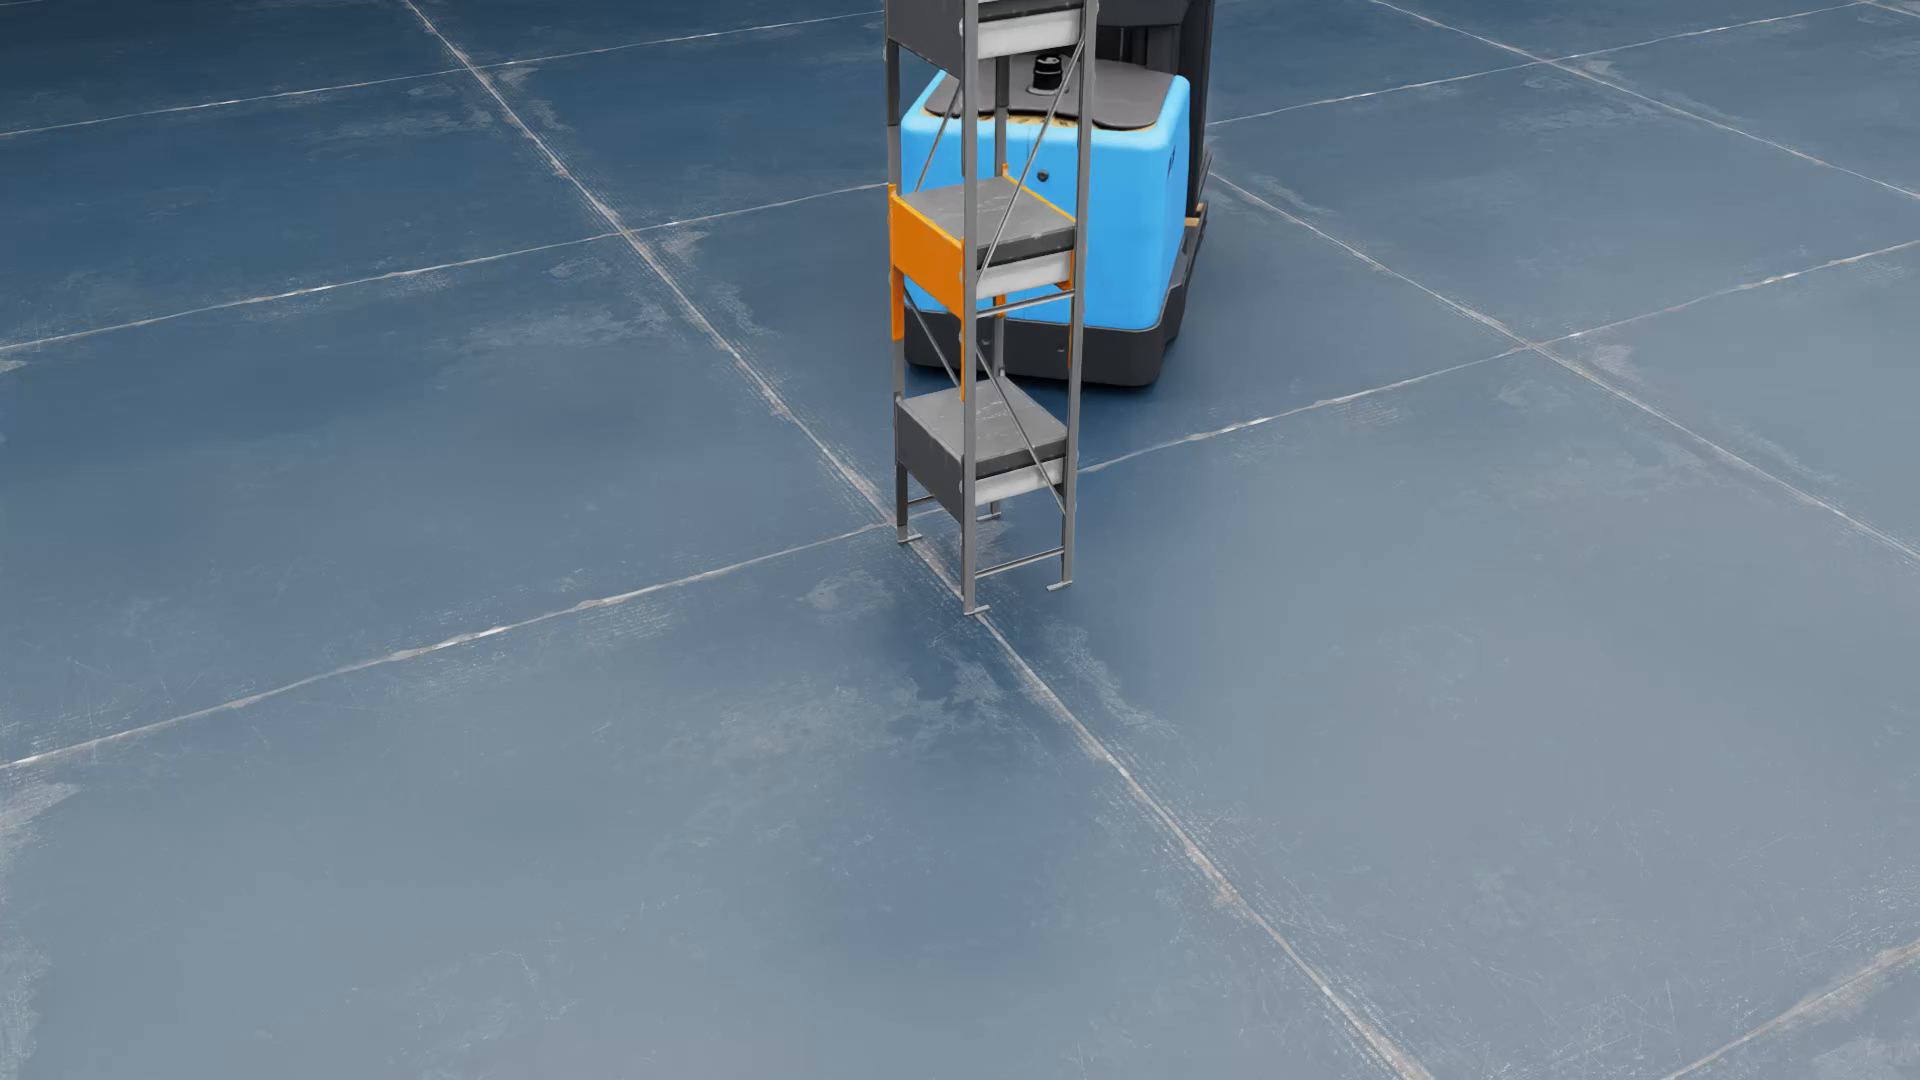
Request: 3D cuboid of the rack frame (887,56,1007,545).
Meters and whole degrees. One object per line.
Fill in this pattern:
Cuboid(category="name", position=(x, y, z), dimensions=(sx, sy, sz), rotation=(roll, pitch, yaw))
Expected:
Cuboid(category="rack frame", position=(-0.037, -0.922, 5.242), dimensions=(0.400, 2.100, 0.015), rotation=(-16, 36, -23))

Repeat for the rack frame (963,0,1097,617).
Cuboid(category="rack frame", position=(0.191, -0.689, 4.879), dimensions=(0.400, 2.100, 0.015), rotation=(-16, 36, -23))

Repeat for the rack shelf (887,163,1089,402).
Cuboid(category="rack shelf", position=(0.077, -0.794, 5.068), dimensions=(0.431, 0.518, 0.480), rotation=(-16, 36, -23))

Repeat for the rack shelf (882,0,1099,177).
Cuboid(category="rack shelf", position=(0.077, -1.383, 4.690), dimensions=(0.431, 0.518, 0.480), rotation=(-16, 36, -23))

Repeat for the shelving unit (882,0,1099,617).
Cuboid(category="shelving unit", position=(0.077, -0.805, 5.060), dimensions=(0.431, 2.100, 0.503), rotation=(-16, 36, -23))

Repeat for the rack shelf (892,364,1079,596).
Cuboid(category="rack shelf", position=(0.077, -0.204, 5.445), dimensions=(0.431, 0.518, 0.480), rotation=(-16, 36, -23))

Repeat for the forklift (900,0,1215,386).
Cuboid(category="forklift", position=(0.583, -2.627, 7.134), dimensions=(1.130, 2.935, 3.031), rotation=(7, 33, 11))
